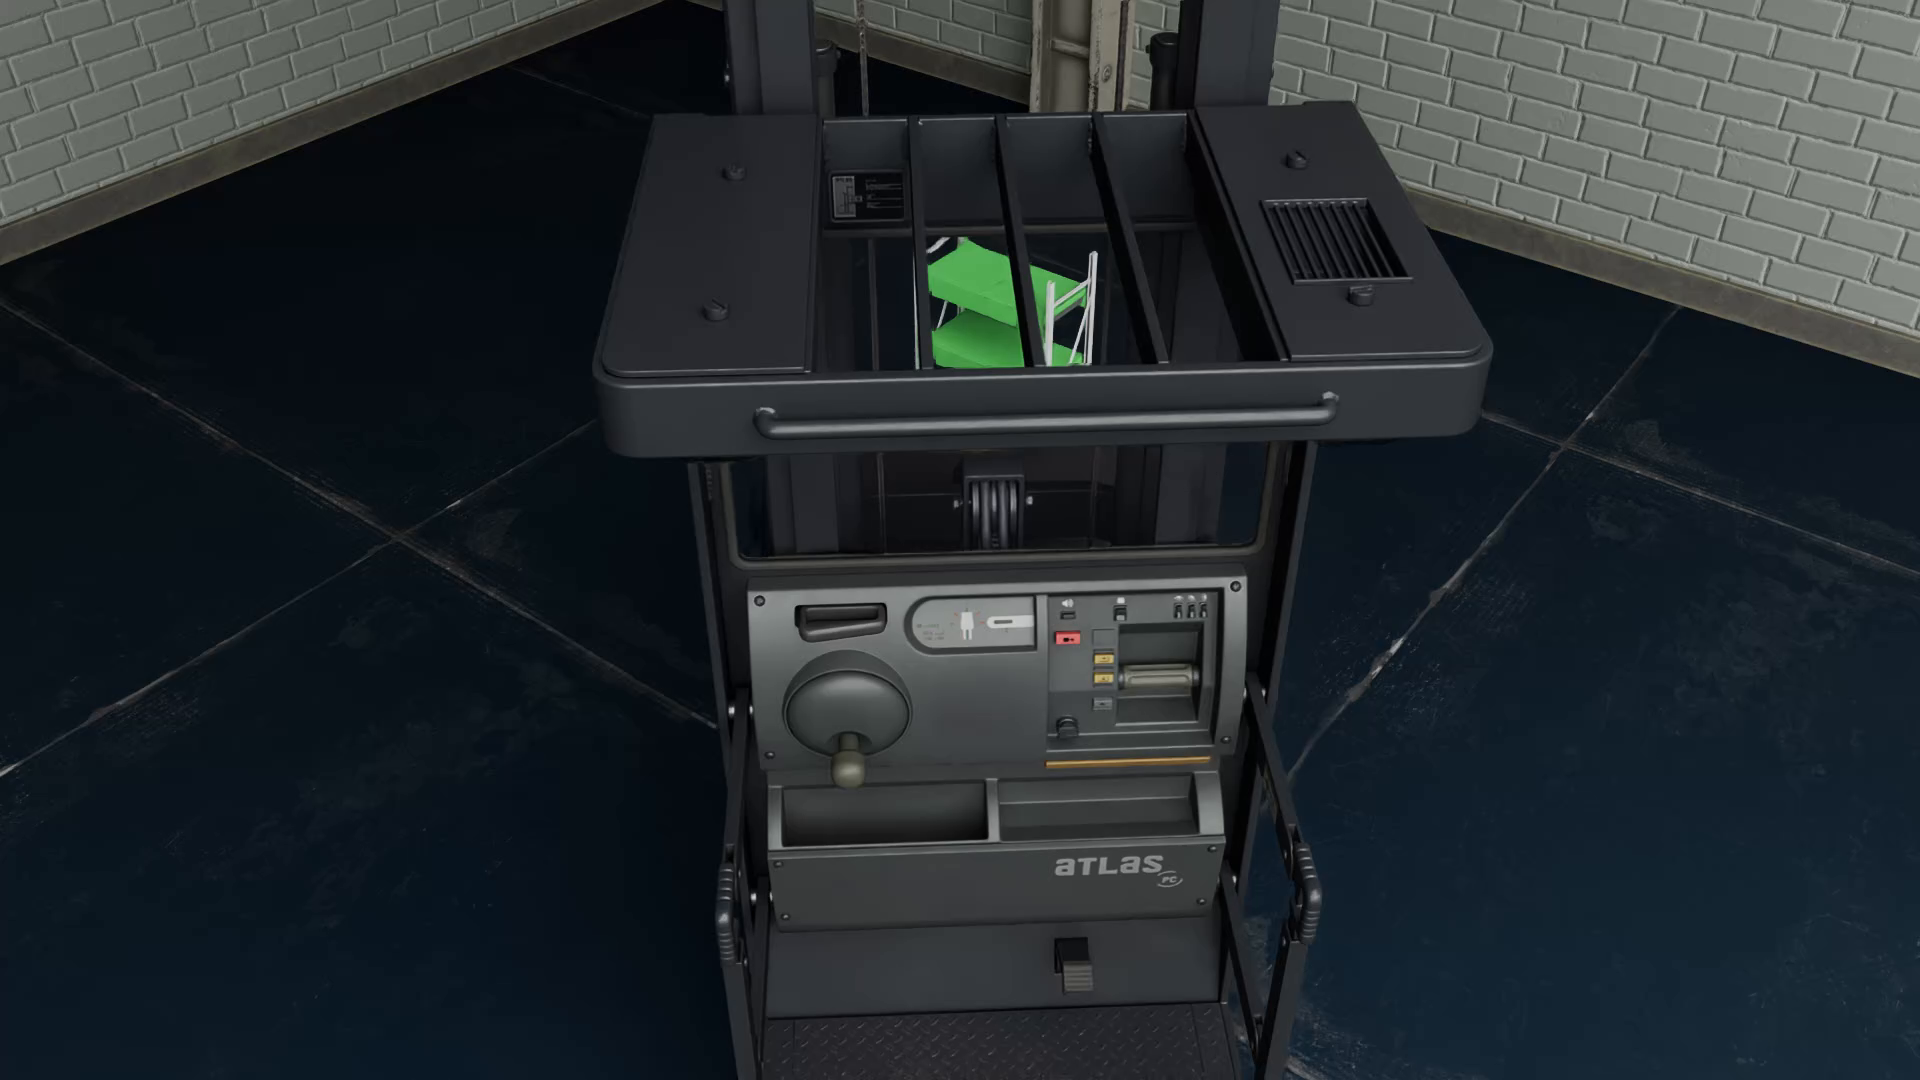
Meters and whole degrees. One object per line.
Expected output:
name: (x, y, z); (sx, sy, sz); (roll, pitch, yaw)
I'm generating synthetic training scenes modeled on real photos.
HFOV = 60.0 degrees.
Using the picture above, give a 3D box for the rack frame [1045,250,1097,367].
rack frame: (0.325, -0.319, 5.184); (0.015, 1.200, 0.240); (25, 45, 29)

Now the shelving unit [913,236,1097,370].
shelving unit: (0.131, -0.410, 5.301); (0.503, 1.200, 0.258); (25, 45, 29)

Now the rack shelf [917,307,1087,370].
rack shelf: (0.131, -0.549, 5.192); (0.480, 0.148, 0.258); (25, 45, 29)

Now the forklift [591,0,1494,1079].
forklift: (0.085, 0.328, 2.954); (1.130, 2.935, 3.031); (-2, 38, -2)

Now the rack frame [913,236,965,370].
rack frame: (-0.062, -0.502, 5.418); (0.015, 1.200, 0.240); (25, 45, 29)

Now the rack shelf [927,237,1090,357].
rack shelf: (0.131, -0.738, 5.044); (0.480, 0.148, 0.258); (25, 45, 29)

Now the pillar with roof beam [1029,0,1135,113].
pillar with roof beam: (-2.023, -3.489, 2.907); (0.400, 9.000, 9.100); (25, 45, 29)
